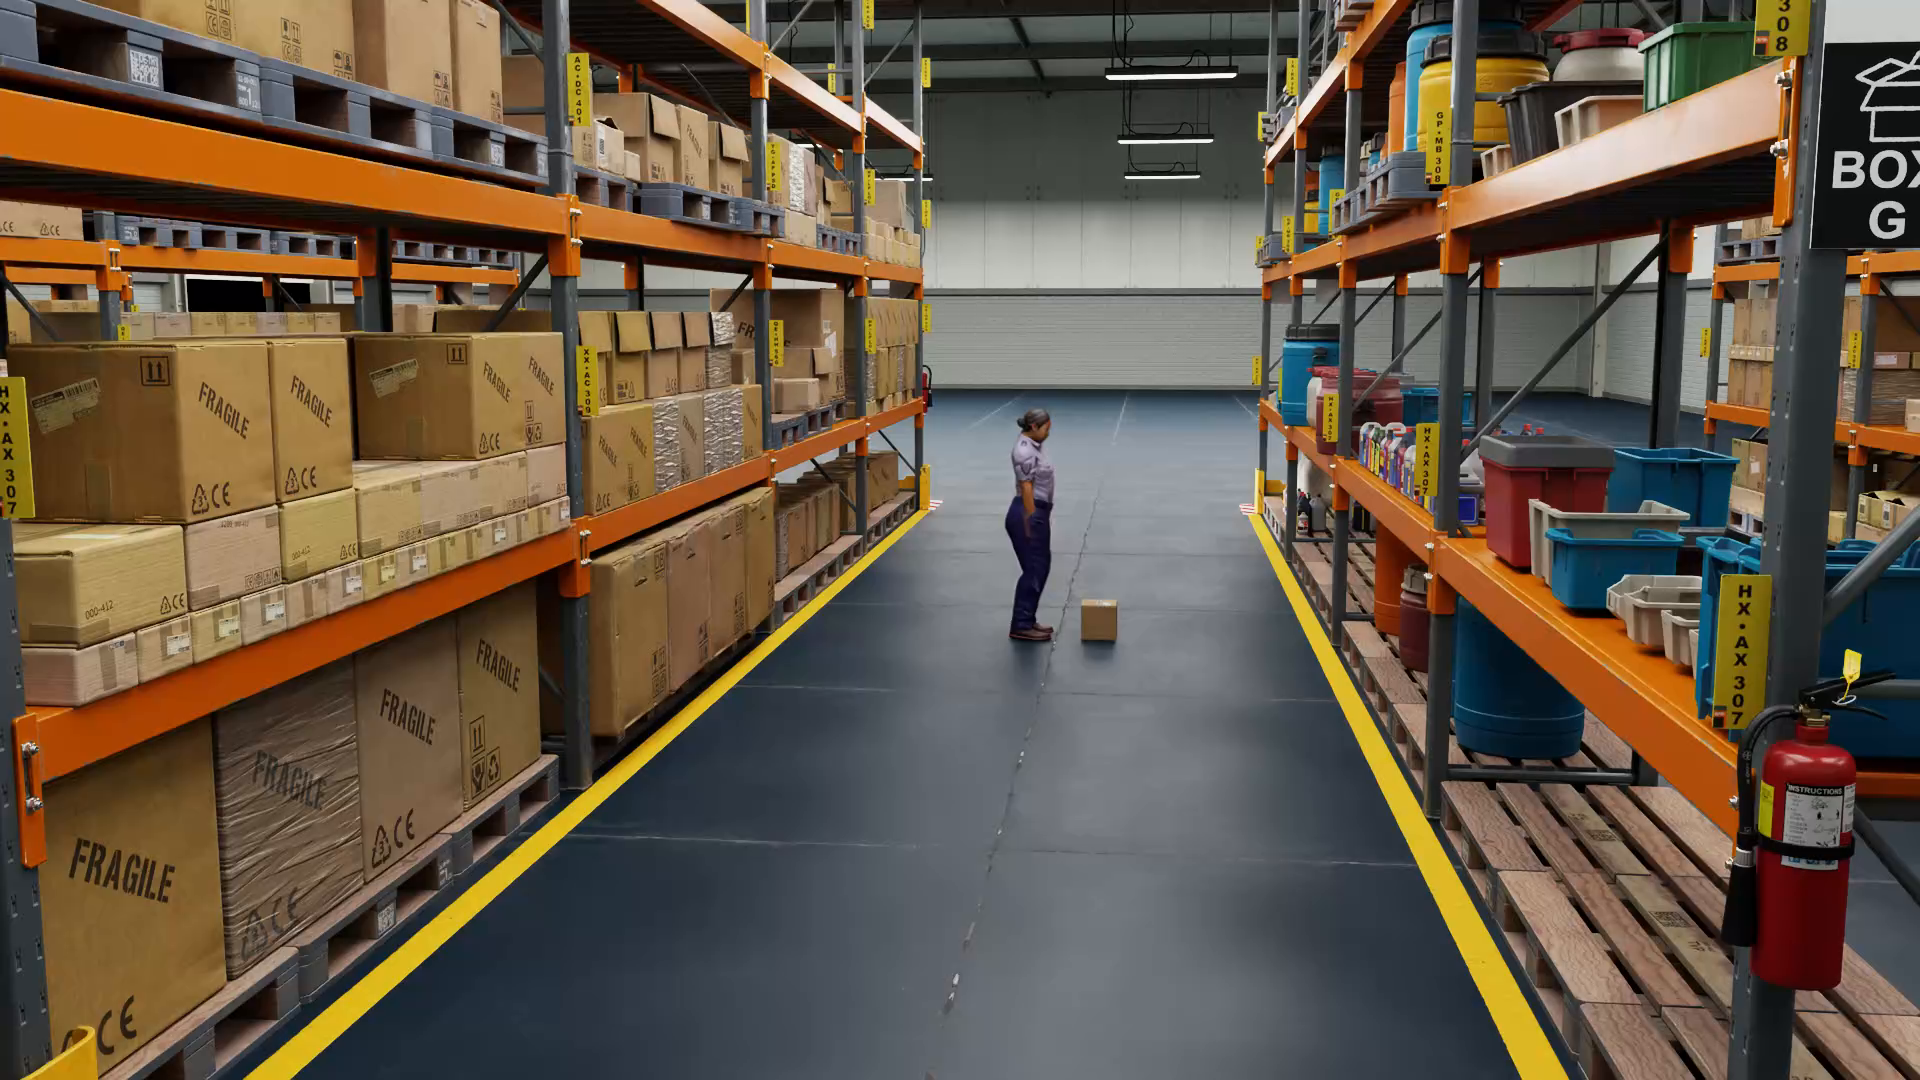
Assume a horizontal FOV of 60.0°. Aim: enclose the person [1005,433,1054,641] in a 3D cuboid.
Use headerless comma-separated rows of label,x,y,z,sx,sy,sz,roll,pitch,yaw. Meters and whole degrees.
person,0.499,-0.032,11.844,0.337,1.457,0.473,1,8,7
